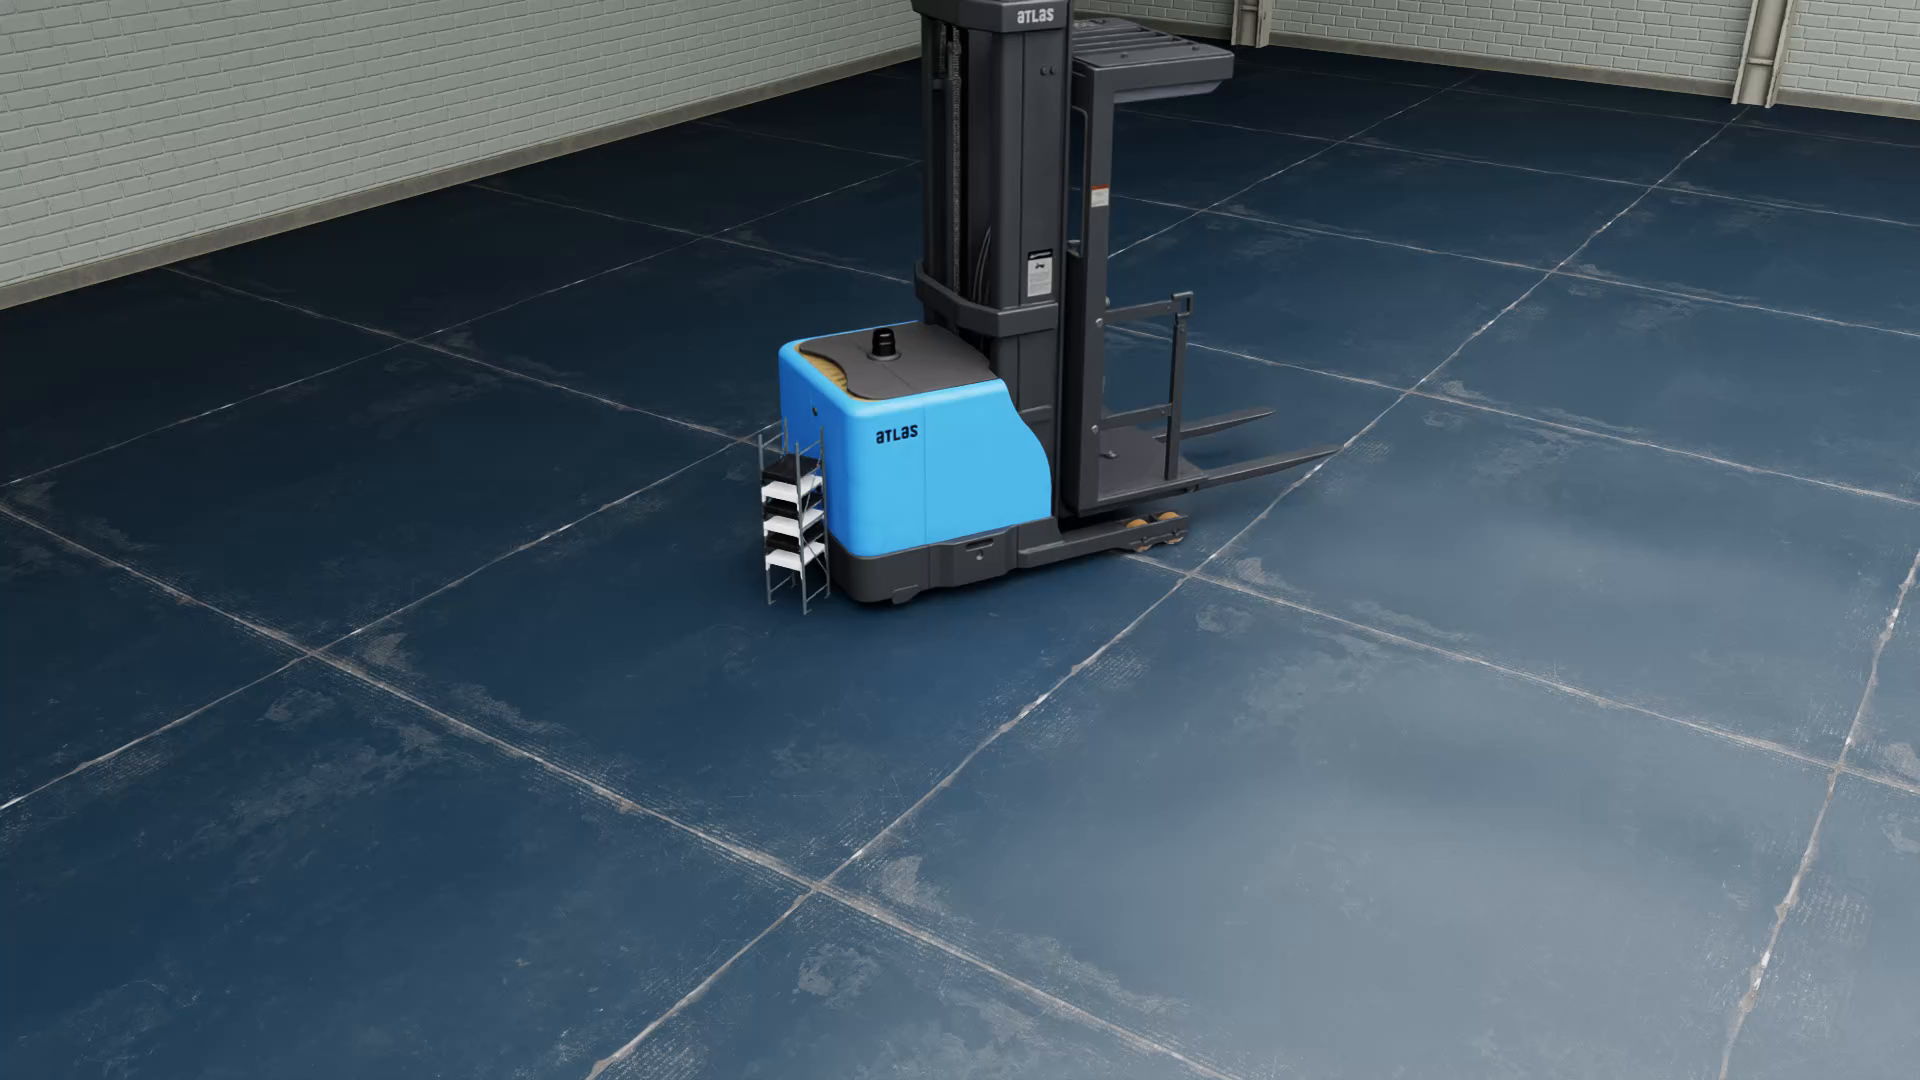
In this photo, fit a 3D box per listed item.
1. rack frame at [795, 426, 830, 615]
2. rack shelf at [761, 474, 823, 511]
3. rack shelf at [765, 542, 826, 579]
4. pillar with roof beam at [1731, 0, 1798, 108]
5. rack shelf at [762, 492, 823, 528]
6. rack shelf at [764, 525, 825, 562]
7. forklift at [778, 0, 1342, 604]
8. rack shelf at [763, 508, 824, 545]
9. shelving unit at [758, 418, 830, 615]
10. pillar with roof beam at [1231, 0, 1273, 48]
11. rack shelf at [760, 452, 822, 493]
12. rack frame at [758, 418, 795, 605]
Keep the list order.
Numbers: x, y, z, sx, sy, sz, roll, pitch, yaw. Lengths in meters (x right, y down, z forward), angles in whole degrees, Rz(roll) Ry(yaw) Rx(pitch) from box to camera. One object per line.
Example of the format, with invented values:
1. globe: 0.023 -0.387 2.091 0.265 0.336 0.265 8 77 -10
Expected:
1. rack frame: -0.700 -0.089 7.932 0.006 0.900 0.240 13 30 24
2. rack shelf: -0.790 -0.240 7.907 0.200 0.077 0.258 13 30 24
3. rack shelf: -0.790 0.080 8.070 0.200 0.077 0.258 13 30 24
4. pillar with roof beam: 6.191 -7.153 12.884 0.400 9.000 9.100 17 32 30
5. rack shelf: -0.790 -0.160 7.948 0.200 0.077 0.258 13 30 24
6. rack shelf: -0.790 0.000 8.029 0.200 0.077 0.258 13 30 24
7. forklift: 0.628 -1.445 8.358 3.031 2.935 1.130 -13 30 -24
8. rack shelf: -0.790 -0.080 7.989 0.200 0.077 0.258 13 30 24
9. shelving unit: -0.790 -0.110 7.973 0.210 0.900 0.258 13 30 24
10. pillar with roof beam: 1.246 -8.694 15.911 0.400 9.000 9.100 17 32 30
11. rack shelf: -0.790 -0.321 7.866 0.200 0.077 0.258 13 30 24
12. rack frame: -0.881 -0.131 8.015 0.006 0.900 0.240 13 30 24
